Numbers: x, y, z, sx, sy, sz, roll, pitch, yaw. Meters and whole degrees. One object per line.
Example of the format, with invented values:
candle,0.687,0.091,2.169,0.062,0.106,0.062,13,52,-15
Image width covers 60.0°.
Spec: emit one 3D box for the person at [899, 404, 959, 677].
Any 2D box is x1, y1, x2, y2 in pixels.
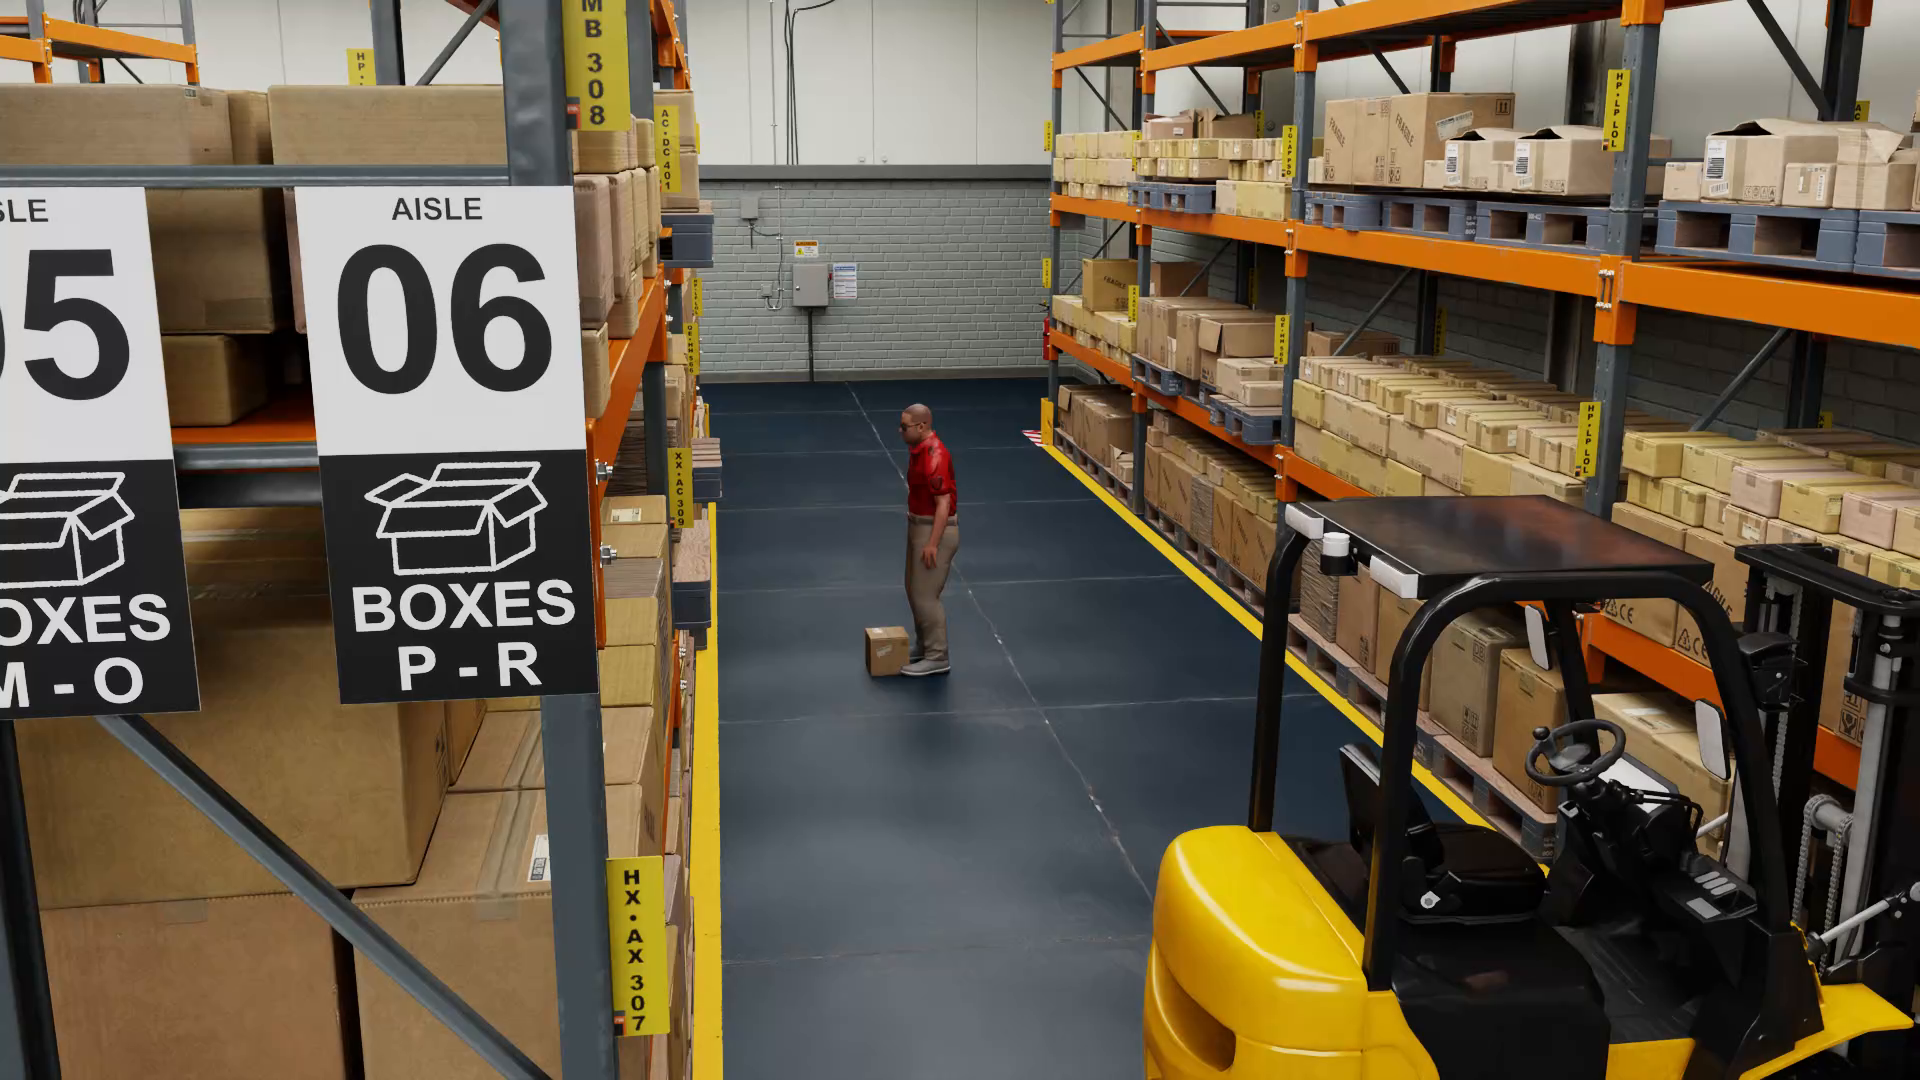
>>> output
person,-0.216,-0.016,10.582,0.393,1.726,0.599,-3,13,-12
